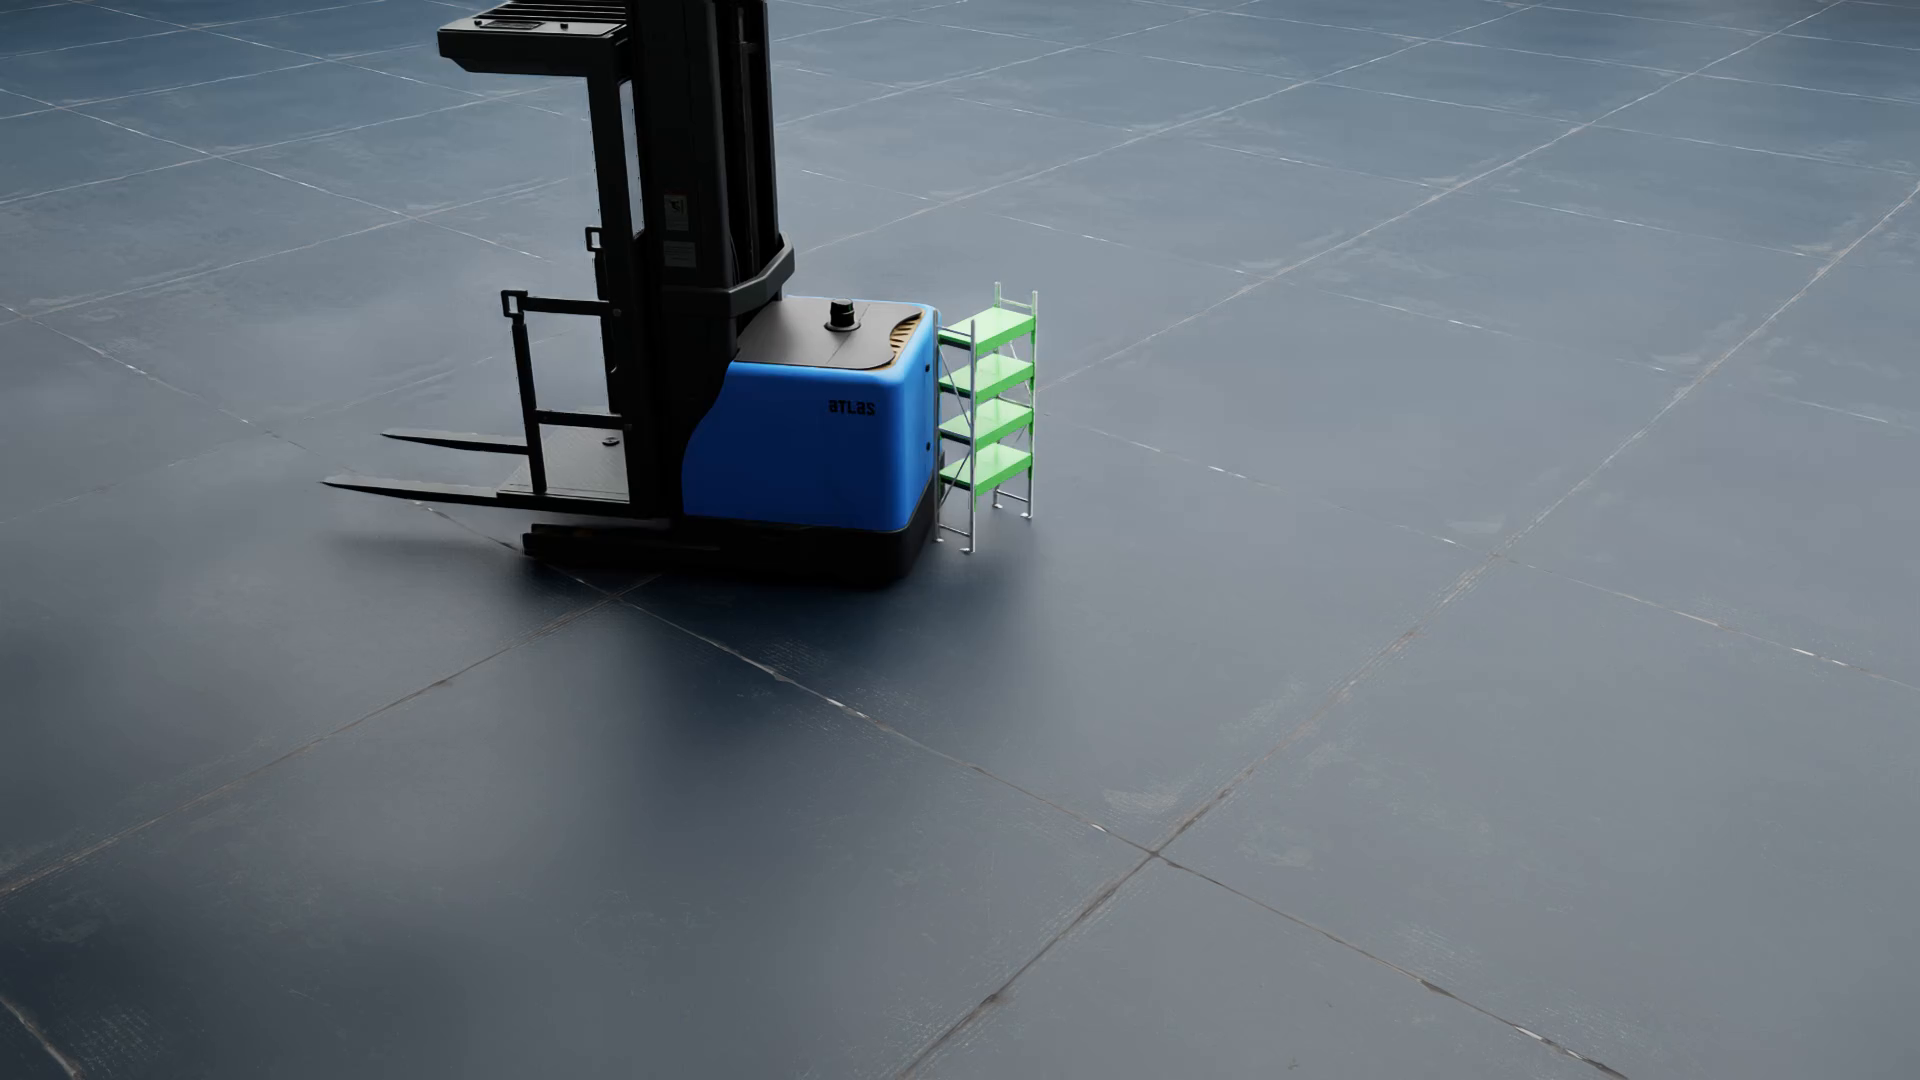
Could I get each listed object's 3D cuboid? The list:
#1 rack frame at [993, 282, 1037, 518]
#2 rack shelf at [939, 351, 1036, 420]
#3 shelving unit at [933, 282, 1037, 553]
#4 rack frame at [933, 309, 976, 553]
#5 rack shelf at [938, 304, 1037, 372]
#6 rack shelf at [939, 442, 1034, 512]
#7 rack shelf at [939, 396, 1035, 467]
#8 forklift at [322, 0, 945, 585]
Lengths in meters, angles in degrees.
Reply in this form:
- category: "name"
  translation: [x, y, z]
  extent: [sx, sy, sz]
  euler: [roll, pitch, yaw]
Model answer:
- category: "rack frame"
  translation: [0.270, -0.681, 8.260]
  extent: [0.240, 1.200, 0.015]
  euler: [19, 33, 33]
- category: "rack shelf"
  translation: [0.121, -0.749, 8.007]
  extent: [0.258, 0.148, 0.480]
  euler: [19, 33, 33]
- category: "shelving unit"
  translation: [0.121, -0.592, 8.088]
  extent: [0.258, 1.200, 0.503]
  euler: [19, 33, 33]
- category: "rack frame"
  translation: [-0.027, -0.503, 7.916]
  extent: [0.240, 1.200, 0.015]
  euler: [19, 33, 33]
- category: "rack shelf"
  translation: [0.121, -0.962, 7.897]
  extent: [0.258, 0.148, 0.480]
  euler: [19, 33, 33]
- category: "rack shelf"
  translation: [0.121, -0.322, 8.228]
  extent: [0.258, 0.148, 0.480]
  euler: [19, 33, 33]
- category: "rack shelf"
  translation: [0.121, -0.535, 8.118]
  extent: [0.258, 0.148, 0.480]
  euler: [19, 33, 33]
- category: "forklift"
  translation: [-1.646, -1.414, 7.794]
  extent: [3.031, 2.935, 1.130]
  euler: [5, 28, 9]
